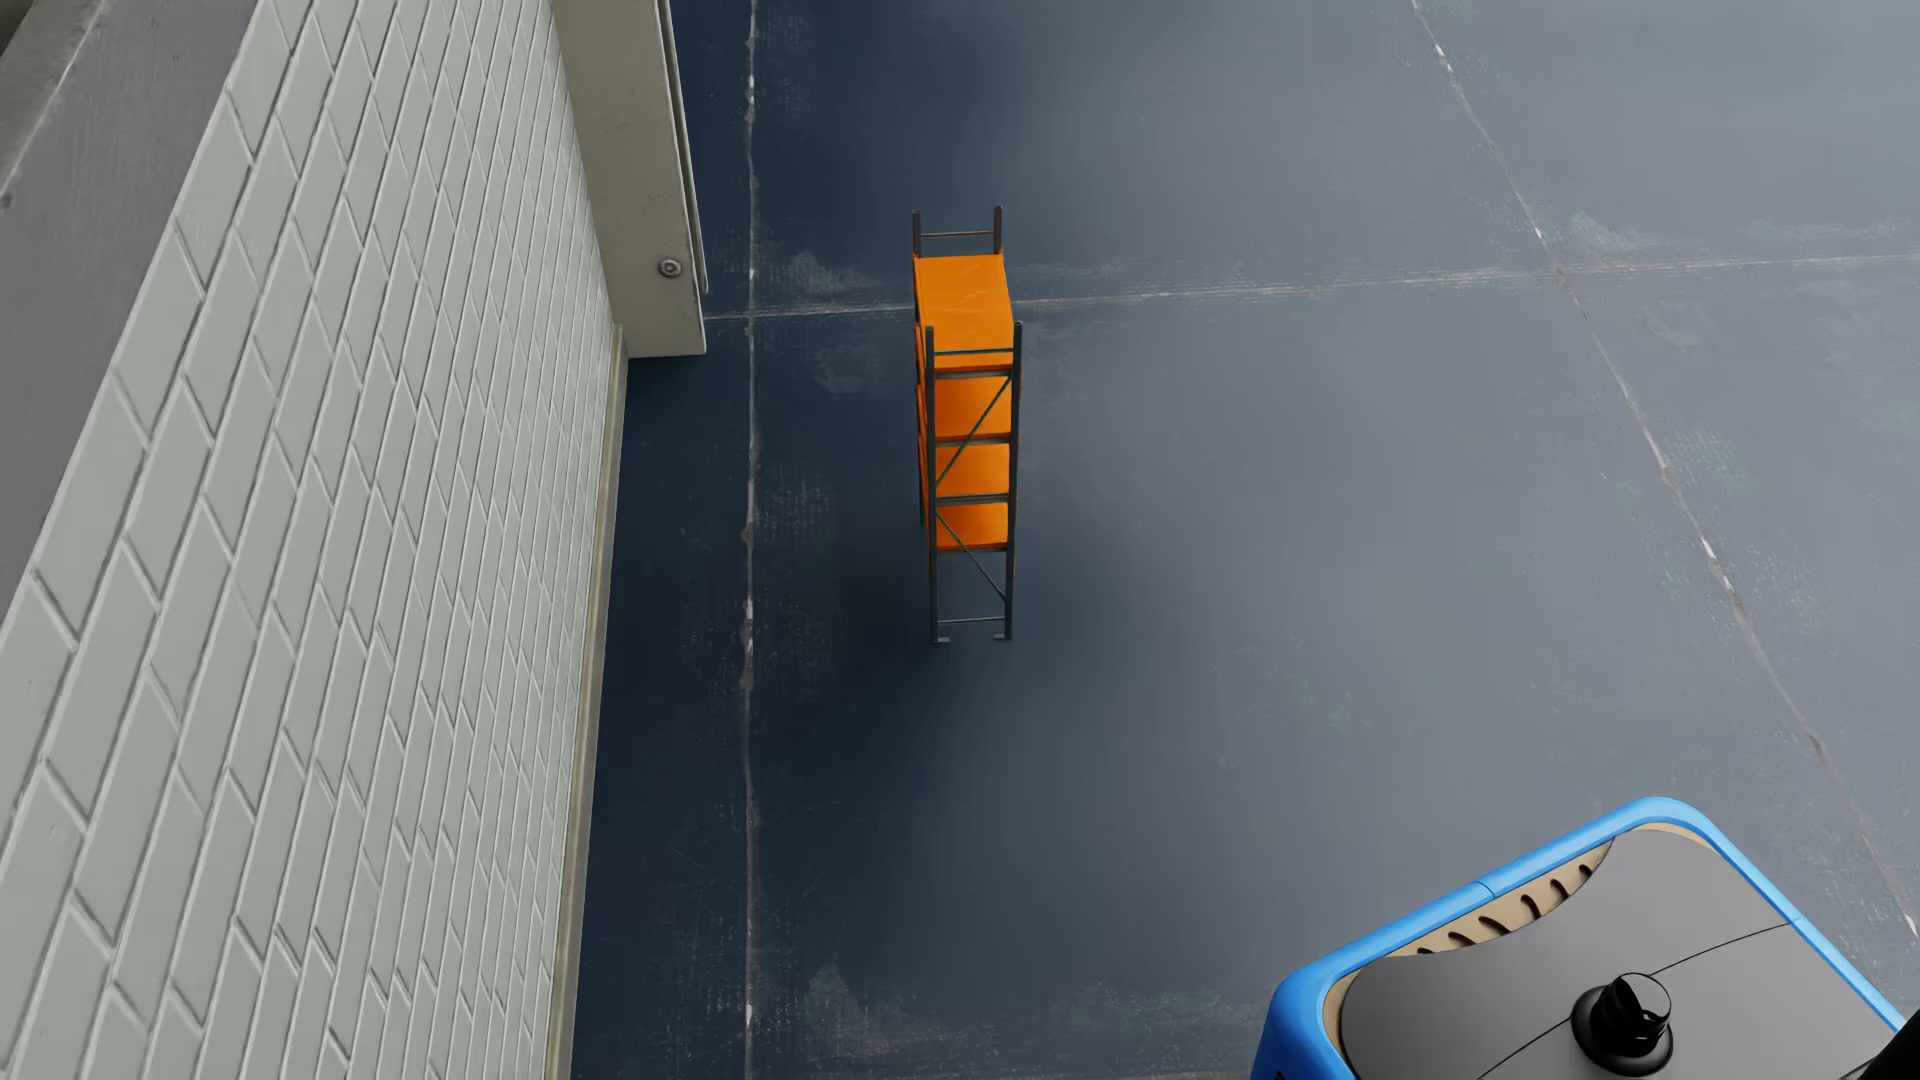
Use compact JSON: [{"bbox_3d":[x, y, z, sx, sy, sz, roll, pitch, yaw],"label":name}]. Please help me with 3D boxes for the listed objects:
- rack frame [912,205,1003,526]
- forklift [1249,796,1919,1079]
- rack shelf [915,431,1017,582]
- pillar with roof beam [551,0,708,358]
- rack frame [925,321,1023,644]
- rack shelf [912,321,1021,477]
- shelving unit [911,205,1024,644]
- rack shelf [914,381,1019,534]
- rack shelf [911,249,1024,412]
[{"bbox_3d":[-0.007,-0.469,4.868,0.240,1.200,0.015,-3,47,-3],"label":"rack frame"},{"bbox_3d":[1.673,1.332,1.970,1.130,2.935,3.031,-21,50,-18],"label":"forklift"},{"bbox_3d":[0.014,-0.110,4.894,0.258,0.148,0.480,-3,47,-3],"label":"rack shelf"},{"bbox_3d":[3.222,-4.148,2.980,9.100,9.000,0.400,-3,47,-3],"label":"pillar with roof beam"},{"bbox_3d":[0.034,-0.116,4.534,0.240,1.200,0.015,-3,47,-3],"label":"rack frame"},{"bbox_3d":[0.014,-0.400,4.587,0.258,0.148,0.480,-3,47,-3],"label":"rack shelf"},{"bbox_3d":[0.014,-0.293,4.701,0.258,1.200,0.503,-3,47,-3],"label":"shelving unit"},{"bbox_3d":[0.014,-0.247,4.750,0.258,0.148,0.480,-3,47,-3],"label":"rack shelf"},{"bbox_3d":[0.014,-0.563,4.416,0.258,0.148,0.480,-3,47,-3],"label":"rack shelf"}]
